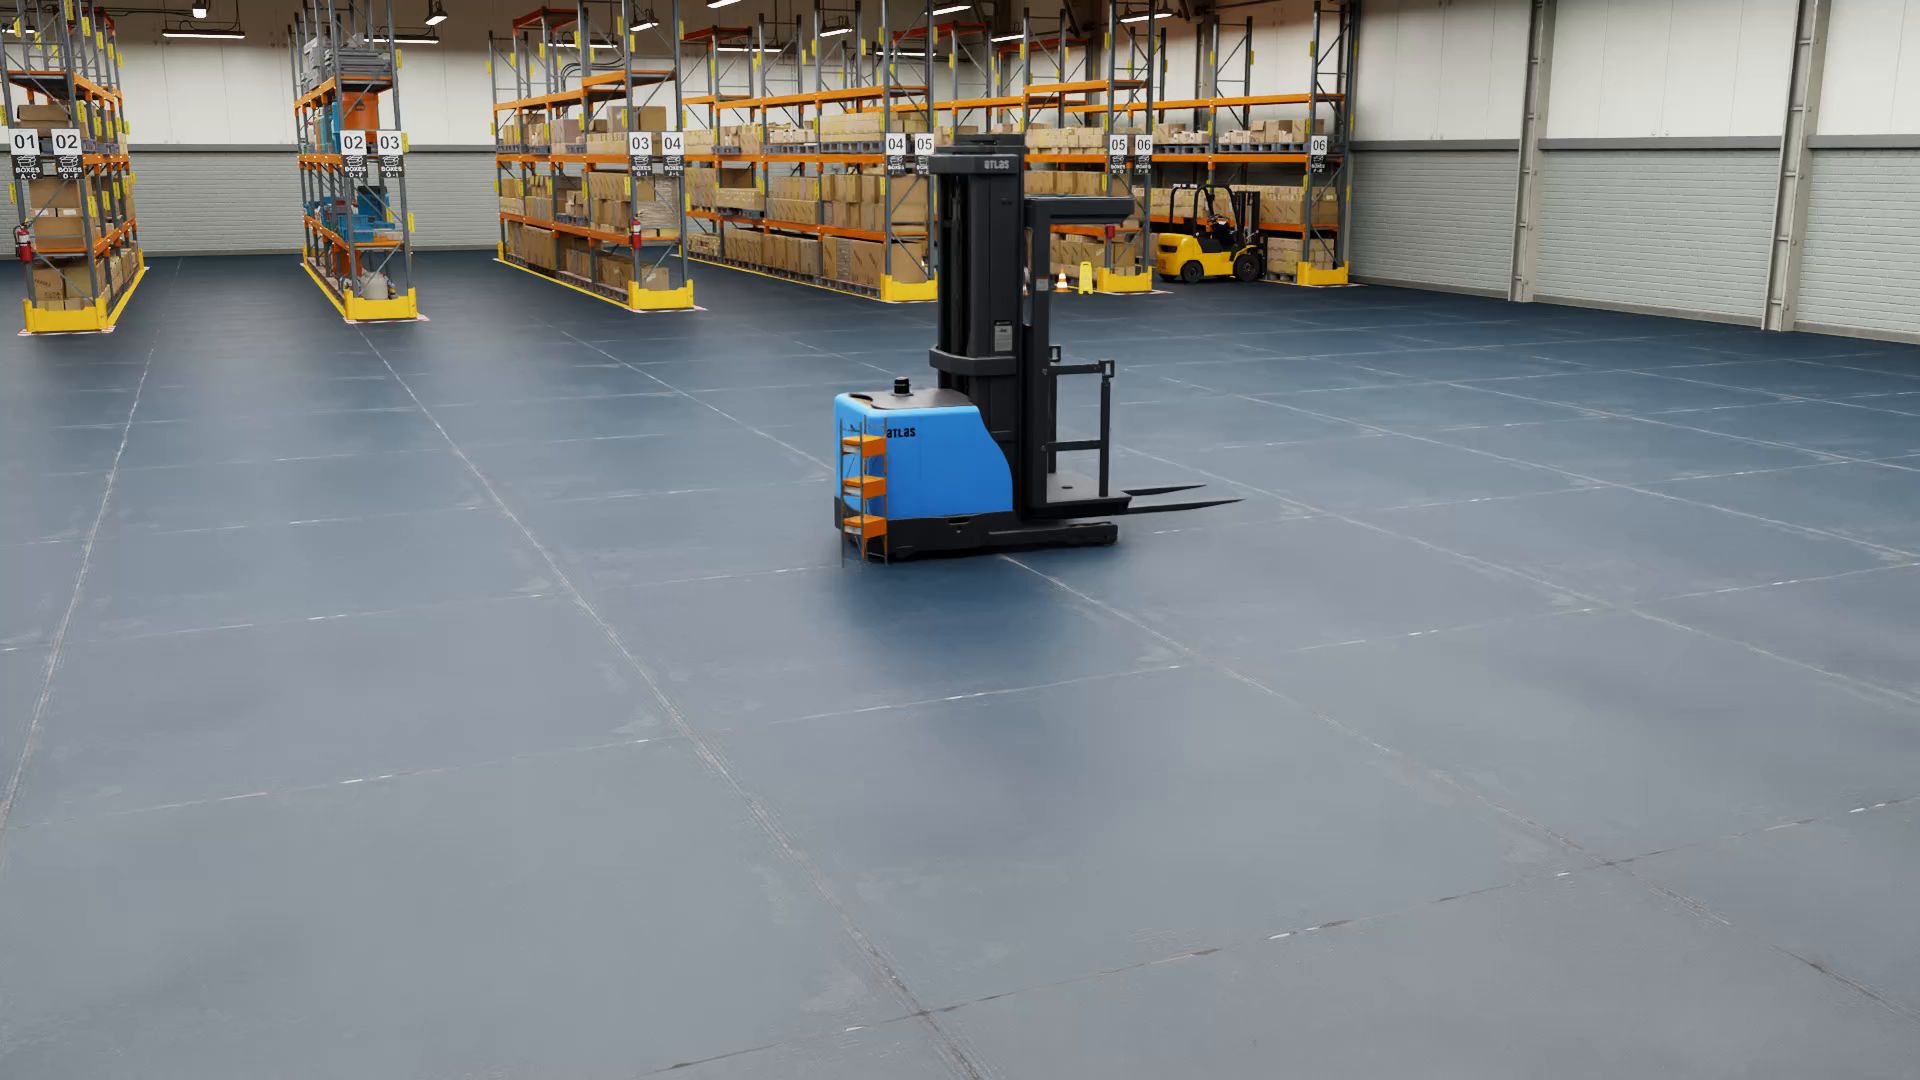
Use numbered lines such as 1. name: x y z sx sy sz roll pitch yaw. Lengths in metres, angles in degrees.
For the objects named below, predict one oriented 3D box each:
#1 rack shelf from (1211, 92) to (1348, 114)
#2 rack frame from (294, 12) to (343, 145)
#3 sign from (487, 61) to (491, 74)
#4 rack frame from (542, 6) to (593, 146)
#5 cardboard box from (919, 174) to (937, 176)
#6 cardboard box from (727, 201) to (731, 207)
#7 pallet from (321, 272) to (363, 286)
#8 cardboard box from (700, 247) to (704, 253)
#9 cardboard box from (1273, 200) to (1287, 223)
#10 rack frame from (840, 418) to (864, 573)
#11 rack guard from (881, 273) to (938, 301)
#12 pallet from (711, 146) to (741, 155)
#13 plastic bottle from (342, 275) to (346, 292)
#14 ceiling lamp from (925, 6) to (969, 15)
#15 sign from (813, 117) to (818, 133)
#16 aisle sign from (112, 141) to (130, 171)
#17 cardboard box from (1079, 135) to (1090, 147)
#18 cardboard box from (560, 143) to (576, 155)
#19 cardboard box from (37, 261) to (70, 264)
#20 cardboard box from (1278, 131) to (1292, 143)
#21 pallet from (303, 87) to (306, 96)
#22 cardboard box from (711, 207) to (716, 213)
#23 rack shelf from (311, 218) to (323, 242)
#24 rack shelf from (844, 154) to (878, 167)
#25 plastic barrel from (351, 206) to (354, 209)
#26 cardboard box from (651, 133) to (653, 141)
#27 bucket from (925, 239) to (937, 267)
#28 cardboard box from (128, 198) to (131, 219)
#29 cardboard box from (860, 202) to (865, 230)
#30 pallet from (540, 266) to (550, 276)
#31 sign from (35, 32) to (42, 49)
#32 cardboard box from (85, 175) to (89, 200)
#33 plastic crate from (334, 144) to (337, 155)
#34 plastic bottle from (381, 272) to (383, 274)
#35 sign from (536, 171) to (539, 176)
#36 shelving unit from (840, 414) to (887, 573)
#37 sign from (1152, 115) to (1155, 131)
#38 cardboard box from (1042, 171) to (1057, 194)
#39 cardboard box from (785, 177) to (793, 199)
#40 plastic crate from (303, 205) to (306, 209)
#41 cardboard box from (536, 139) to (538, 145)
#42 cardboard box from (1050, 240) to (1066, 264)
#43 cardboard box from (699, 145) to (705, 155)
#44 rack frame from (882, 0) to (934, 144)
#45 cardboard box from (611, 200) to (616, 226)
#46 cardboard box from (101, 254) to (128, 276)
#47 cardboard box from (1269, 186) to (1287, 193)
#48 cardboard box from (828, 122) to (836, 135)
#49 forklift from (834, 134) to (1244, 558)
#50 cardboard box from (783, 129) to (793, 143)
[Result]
1. rack shelf: 7.247 -9.952 37.893 1.077 0.370 4.000 -6 14 -23
2. rack frame: -14.924 -10.771 38.952 1.000 3.000 0.127 -6 14 -23
3. sign: -12.499 -12.528 44.122 0.100 0.325 0.005 -6 14 -23
4. rack frame: -8.783 -10.392 37.315 1.000 3.000 0.127 -6 14 -23
5. cardboard box: -0.752 -9.297 43.449 0.500 0.500 0.500 -6 14 -24
6. cardboard box: -5.649 -8.469 41.936 0.380 0.149 0.250 -6 14 -25
7. pallet: -13.675 -5.823 37.060 1.003 0.211 1.213 -6 14 -23
8. cardboard box: -6.854 -7.910 45.284 0.380 0.149 0.250 -6 14 -23
9. cardboard box: 7.411 -7.396 37.450 0.500 0.500 0.500 -5 14 -21
10. rack frame: -0.738 -0.298 11.323 0.200 1.050 0.008 10 16 38
11. rack guard: -0.984 -5.021 32.956 1.175 0.500 0.348 -6 14 -23
12. pallet: -5.651 -9.956 42.498 1.213 0.211 1.003 -6 14 -23
13. plastic bottle: -11.700 -4.876 31.686 0.144 0.351 0.185 -6 14 -25
14. ceiling lamp: -0.279 -11.525 36.237 0.237 0.041 1.941 -6 14 -23
15. sign: -3.089 -8.886 35.613 0.100 0.325 0.005 -6 14 -23
16. aisle sign: -20.813 -9.537 41.157 0.394 0.787 0.004 -6 14 -23
17. cardboard box: 2.862 -8.432 35.169 0.500 0.250 0.500 -6 14 -24
18. cardboard box: -8.408 -8.526 36.237 0.500 0.250 0.500 -5 14 -22
19. cardboard box: -15.959 -4.649 29.307 0.500 0.500 0.500 -6 14 -23
20. cardboard box: 7.337 -9.006 37.124 0.396 0.266 0.258 -6 14 -23
21. pallet: -14.564 -10.316 38.292 1.003 0.211 1.213 -6 14 -23
22. cardboard box: -6.332 -8.682 43.787 0.380 0.149 0.250 -6 14 -24
23. rack shelf: -14.122 -7.085 37.925 1.077 0.370 4.000 -6 14 -23
24. rack shelf: -2.106 -10.715 46.957 1.077 0.370 4.000 -6 14 -23
25. plastic barrel: -12.545 -6.796 34.835 0.421 0.512 0.421 0 13 0
26. cardboard box: -5.706 -7.580 31.266 0.380 0.149 0.250 -6 14 -24
27. bucket: -0.429 -6.396 37.242 0.726 0.611 0.620 -1 3 -4
28. cardboard box: -19.824 -7.790 39.152 0.500 0.500 0.500 -6 14 -23
29. cardboard box: -1.533 -6.628 34.023 0.875 0.550 0.550 -6 14 -23
30. pallet: -9.515 -6.532 40.126 1.003 0.211 1.213 -6 14 -23
31. sign: -18.355 -9.941 33.117 0.100 0.325 0.005 -6 14 -23
32. cardboard box: -15.672 -6.131 29.109 0.700 0.500 0.500 -6 14 -23
33. plastic crate: -11.336 -7.203 30.658 0.336 0.188 0.450 -6 14 -23
34. plastic bottle: -11.197 -5.013 32.274 0.144 0.351 0.185 -6 14 -24
35. sign: -11.485 -9.848 45.175 0.100 0.325 0.005 -6 14 -23
36. shelving unit: -0.662 -0.319 11.416 0.215 1.050 0.252 10 16 38
37. sign: 3.999 -8.648 34.492 0.100 0.325 0.005 -6 14 -23
38. cardboard box: 2.238 -7.895 36.730 0.700 0.500 0.500 -6 14 -24
39. cardboard box: -3.616 -8.129 38.400 0.700 0.500 0.500 -6 14 -24
40. plastic crate: -16.465 -8.406 42.275 0.416 0.233 0.300 -6 14 -23
41. cardboard box: -9.926 -9.518 39.817 0.380 0.149 0.250 -6 14 -25
42. cardboard box: 2.320 -6.405 36.897 0.500 0.500 0.500 -5 14 -20
43. cardboard box: -6.638 -10.397 44.322 0.500 0.250 0.500 -6 14 -24
44. rack frame: -0.993 -9.167 32.019 1.000 3.000 0.127 -6 14 -23
45. cardboard box: -6.245 -6.326 32.169 0.875 0.500 0.500 -6 14 -23
46. cardboard box: -17.997 -5.800 35.344 0.500 0.500 0.500 -6 14 -25
47. cardboard box: 7.217 -7.927 37.649 0.380 0.149 0.250 -5 14 -22
48. cardboard box: -2.453 -8.626 34.857 0.500 0.250 0.500 -6 14 -23
49. forklift: 0.634 -1.478 12.257 3.031 2.935 1.130 -5 14 -19
50. cardboard box: -3.703 -9.189 37.812 0.500 0.311 0.500 -6 14 -24
